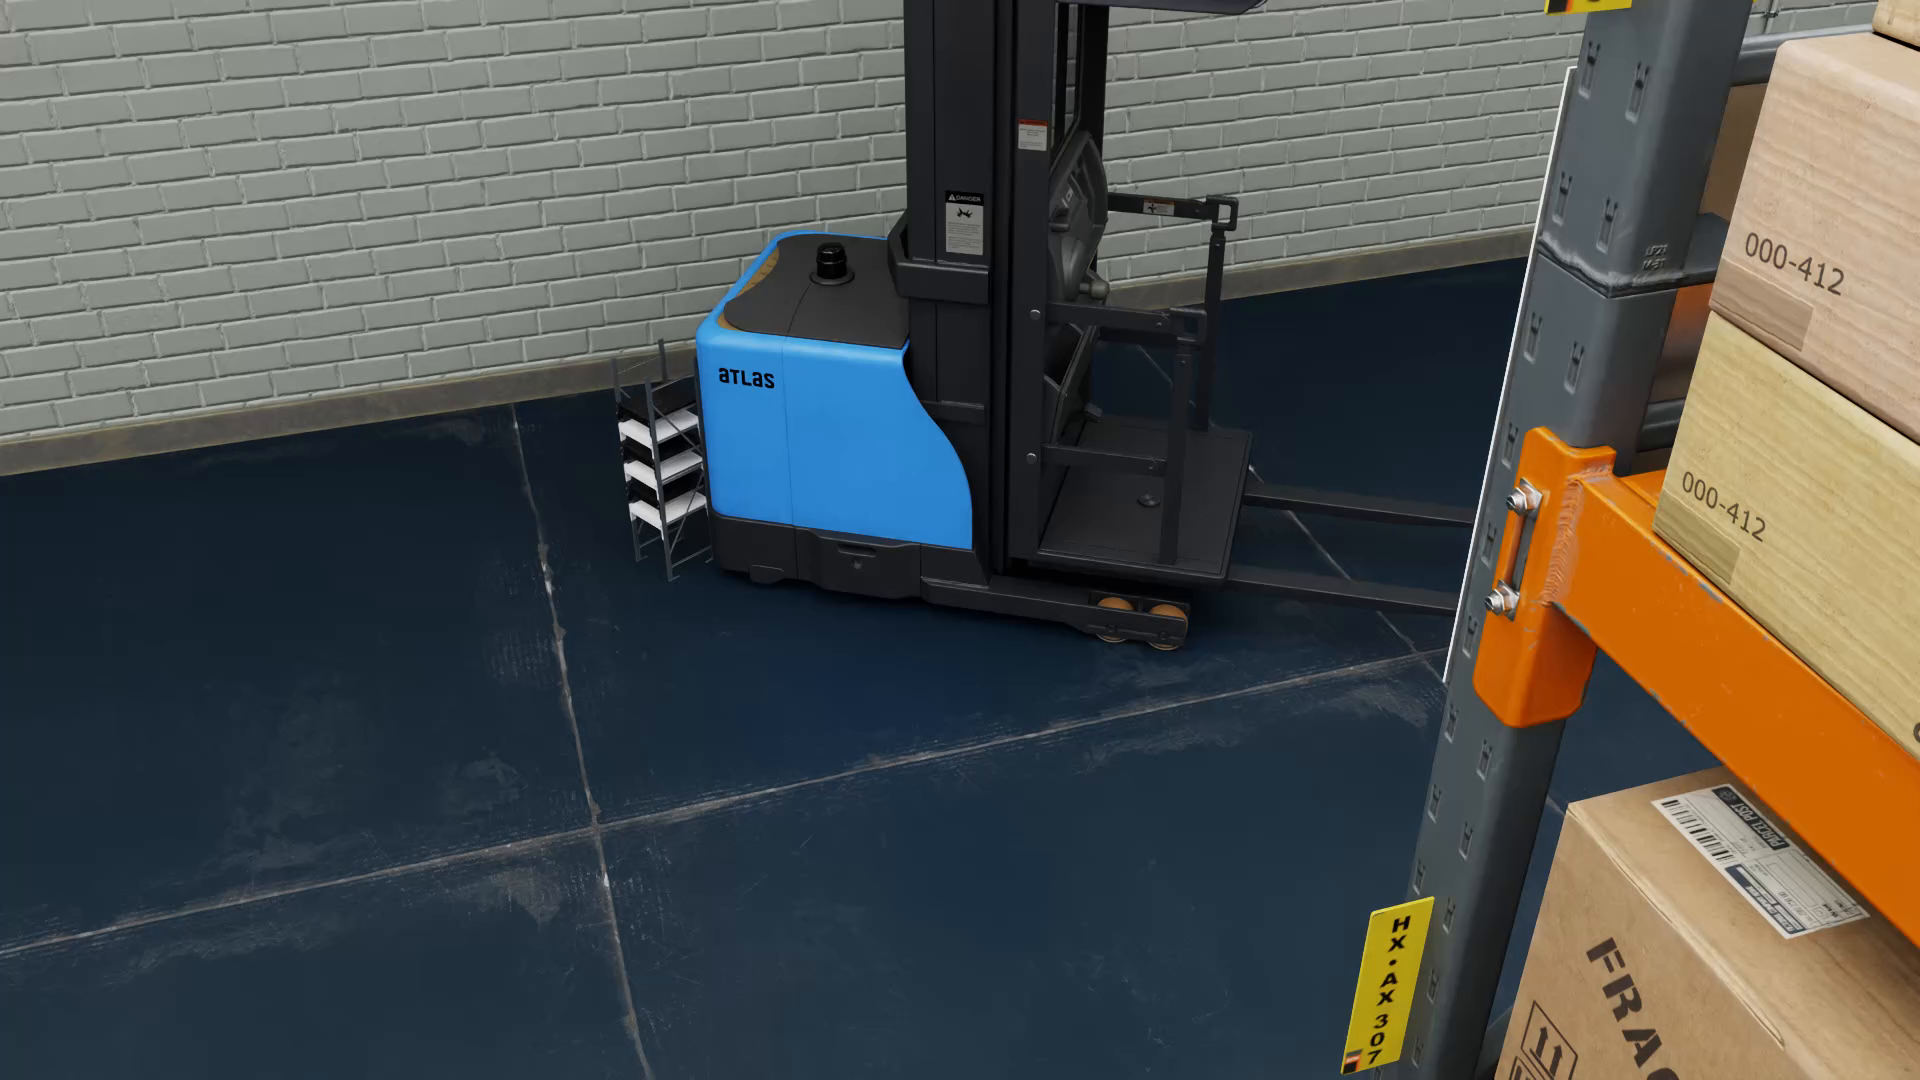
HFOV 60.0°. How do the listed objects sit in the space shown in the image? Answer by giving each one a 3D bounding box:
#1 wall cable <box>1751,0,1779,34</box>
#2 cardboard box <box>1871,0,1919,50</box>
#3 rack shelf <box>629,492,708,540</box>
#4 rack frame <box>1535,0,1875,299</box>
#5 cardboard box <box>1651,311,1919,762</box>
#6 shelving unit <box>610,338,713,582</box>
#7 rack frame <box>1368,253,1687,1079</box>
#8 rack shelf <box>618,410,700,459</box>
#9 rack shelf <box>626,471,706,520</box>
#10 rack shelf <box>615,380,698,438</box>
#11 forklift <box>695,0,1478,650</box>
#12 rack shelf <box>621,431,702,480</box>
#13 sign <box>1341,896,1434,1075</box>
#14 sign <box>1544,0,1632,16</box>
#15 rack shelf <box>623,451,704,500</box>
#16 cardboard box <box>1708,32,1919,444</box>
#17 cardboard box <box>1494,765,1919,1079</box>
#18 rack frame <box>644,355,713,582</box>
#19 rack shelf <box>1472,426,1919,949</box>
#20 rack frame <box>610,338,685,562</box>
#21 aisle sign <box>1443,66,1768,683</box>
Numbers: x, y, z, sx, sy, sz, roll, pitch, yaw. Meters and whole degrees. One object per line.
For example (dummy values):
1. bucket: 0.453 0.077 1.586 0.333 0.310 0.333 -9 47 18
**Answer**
1. wall cable: 4.051 -3.388 8.206 0.585 1.953 0.123 -10 35 -15
2. cardboard box: 0.992 -0.464 1.332 0.380 0.149 0.250 -10 35 -15
3. rack shelf: -1.130 -0.120 6.502 0.200 0.077 0.258 28 42 35
4. rack frame: 1.110 -1.612 1.027 1.000 3.000 0.127 -10 35 -15
5. cardboard box: 1.003 -0.019 1.473 0.500 0.250 0.500 -9 34 -13
6. shelving unit: -1.130 -0.298 6.385 0.210 0.900 0.258 28 42 35
7. rack frame: 1.110 0.891 2.680 1.000 3.000 0.127 -10 35 -15
8. rack shelf: -1.130 -0.420 6.304 0.200 0.077 0.258 28 42 35
9. rack shelf: -1.130 -0.195 6.453 0.200 0.077 0.258 28 42 35
10. rack shelf: -1.130 -0.495 6.254 0.200 0.077 0.258 28 42 35
11. forklift: 0.605 -1.141 5.818 3.031 2.935 1.130 8 34 11
12. rack shelf: -1.130 -0.345 6.353 0.200 0.077 0.258 28 42 35
13. sign: 0.593 0.621 2.304 0.100 0.325 0.005 -10 35 -15
14. sign: 0.593 -0.634 1.474 0.100 0.325 0.005 -10 35 -15
15. rack shelf: -1.130 -0.270 6.403 0.200 0.077 0.258 28 42 35
16. cardboard box: 0.999 -0.227 1.334 0.500 0.250 0.500 -9 35 -14
17. cardboard box: 0.994 0.589 1.871 0.500 0.500 0.500 -10 35 -15
18. rack frame: -1.056 -0.259 6.326 0.006 0.900 0.240 28 42 35
19. rack shelf: 1.720 0.990 0.463 1.077 0.370 4.000 -10 35 -15
20. rack frame: -1.203 -0.337 6.443 0.006 0.900 0.240 28 42 35
21. aisle sign: 0.802 -0.181 1.945 0.394 0.787 0.004 -10 35 -15
